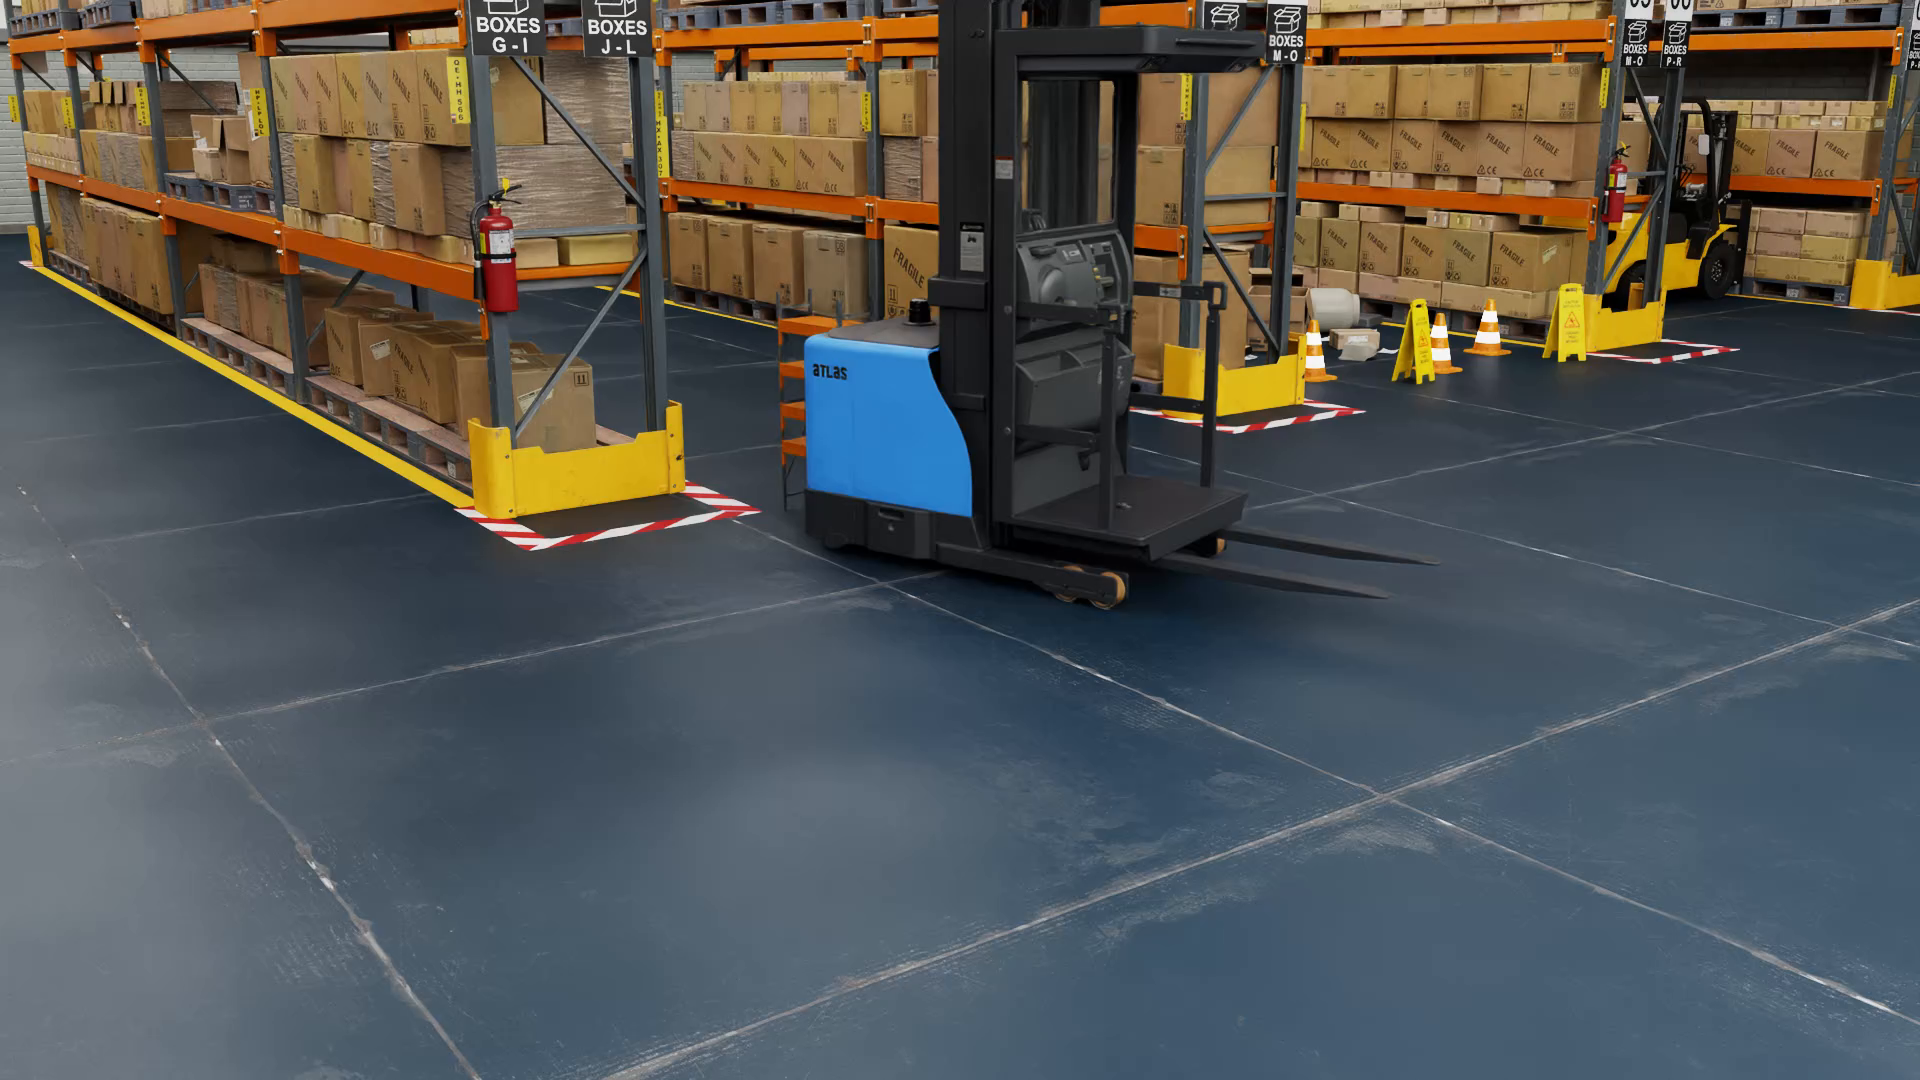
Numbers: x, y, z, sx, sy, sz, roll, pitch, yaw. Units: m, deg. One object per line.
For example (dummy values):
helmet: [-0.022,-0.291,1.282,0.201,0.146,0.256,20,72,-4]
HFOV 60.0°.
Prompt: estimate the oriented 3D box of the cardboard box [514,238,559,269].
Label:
cardboard box: [-2.428,-1.570,9.106,0.380,0.149,0.250,-11,19,-35]

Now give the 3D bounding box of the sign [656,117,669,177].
sign: [-1.655,-2.164,9.161,0.100,0.325,0.005,-11,19,-35]

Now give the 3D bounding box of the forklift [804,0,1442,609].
forklift: [0.713,-1.262,7.635,3.031,2.935,1.130,10,18,34]

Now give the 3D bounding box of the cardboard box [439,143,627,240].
cardboard box: [-2.395,-1.976,9.360,0.875,0.500,0.500,-11,19,-35]

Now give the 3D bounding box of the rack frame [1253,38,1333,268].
rack frame: [3.570,-4.055,17.708,1.000,3.000,0.127,-11,19,-35]

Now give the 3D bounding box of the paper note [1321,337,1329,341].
paper note: [3.378,-1.860,15.338,0.148,0.019,0.142,-4,16,-15]

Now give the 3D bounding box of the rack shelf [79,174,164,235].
rack shelf: [-7.974,-3.451,16.864,1.077,0.370,4.000,-11,19,-35]

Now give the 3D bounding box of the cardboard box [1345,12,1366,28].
cardboard box: [4.014,-5.116,16.379,0.380,0.149,0.250,-10,18,-33]

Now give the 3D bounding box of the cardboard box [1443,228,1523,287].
cardboard box: [4.931,-2.680,15.679,0.500,0.500,0.500,-10,18,-33]

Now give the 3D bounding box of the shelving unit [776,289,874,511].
shelving unit: [-0.715,-0.714,8.912,0.503,1.200,0.258,15,21,43]

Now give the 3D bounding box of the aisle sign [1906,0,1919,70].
aisle sign: [9.736,-5.166,16.845,0.394,0.787,0.004,-11,19,-35]

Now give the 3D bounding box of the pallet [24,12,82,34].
pallet: [-10.335,-6.065,19.541,1.003,0.211,1.213,-11,19,-35]

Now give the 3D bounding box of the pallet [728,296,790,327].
pallet: [-1.610,-2.334,16.702,1.003,0.211,1.213,-11,19,-35]

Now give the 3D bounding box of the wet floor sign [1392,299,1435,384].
wet floor sign: [3.596,-1.576,13.113,0.232,0.644,0.267,14,21,42]

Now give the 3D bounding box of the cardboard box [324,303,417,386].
cardboard box: [-4.243,-1.422,12.028,0.500,0.500,0.500,-12,19,-36]

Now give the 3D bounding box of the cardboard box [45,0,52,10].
cardboard box: [-9.971,-6.244,18.851,0.700,0.500,0.500,-10,18,-32]

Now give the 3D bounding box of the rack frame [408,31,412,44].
rack frame: [-7.430,-5.827,24.185,1.000,3.000,0.127,-11,19,-35]

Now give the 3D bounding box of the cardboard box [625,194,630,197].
cardboard box: [-4.144,-4.100,20.393,0.500,0.250,0.500,-10,18,-32]

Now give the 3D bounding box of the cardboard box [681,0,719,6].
cardboard box: [-2.659,-5.599,17.160,0.380,0.149,0.250,-12,19,-37]

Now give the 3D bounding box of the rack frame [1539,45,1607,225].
rack frame: [7.583,-4.826,20.526,1.000,3.000,0.127,-11,19,-35]

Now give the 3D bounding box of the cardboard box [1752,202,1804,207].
cardboard box: [9.223,-3.677,18.847,0.500,0.250,0.500,-11,19,-35]

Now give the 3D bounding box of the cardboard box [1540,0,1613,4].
cardboard box: [5.403,-4.786,14.419,0.500,0.250,0.500,-11,19,-35]

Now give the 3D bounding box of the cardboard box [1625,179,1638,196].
cardboard box: [5.890,-3.184,15.003,0.380,0.149,0.250,-11,19,-34]

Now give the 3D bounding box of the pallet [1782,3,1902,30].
pallet: [9.540,-5.531,17.588,1.003,0.211,1.213,-11,19,-35]

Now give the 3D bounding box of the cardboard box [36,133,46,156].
cardboard box: [-10.834,-4.788,20.108,0.500,0.250,0.500,-12,19,-36]

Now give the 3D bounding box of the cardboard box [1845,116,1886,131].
cardboard box: [9.505,-4.363,17.418,0.380,0.149,0.250,-11,19,-34]

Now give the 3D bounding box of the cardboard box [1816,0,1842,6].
cardboard box: [9.202,-5.678,17.448,0.380,0.149,0.250,-12,19,-36]

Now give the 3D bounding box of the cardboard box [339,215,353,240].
cardboard box: [-3.808,-2.040,10.822,0.380,0.149,0.250,-11,19,-35]

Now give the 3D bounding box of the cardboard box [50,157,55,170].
cardboard box: [-10.498,-4.447,19.617,0.380,0.149,0.250,-10,18,-34]

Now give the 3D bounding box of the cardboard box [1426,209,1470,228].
cardboard box: [4.671,-3.061,15.841,0.380,0.149,0.250,-10,18,-32]

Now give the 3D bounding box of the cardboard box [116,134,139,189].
cardboard box: [-7.885,-3.703,16.236,0.500,0.500,0.500,-12,19,-36]

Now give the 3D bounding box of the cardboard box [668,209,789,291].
cardboard box: [-2.441,-3.092,17.659,1.050,0.750,0.750,-11,19,-35]

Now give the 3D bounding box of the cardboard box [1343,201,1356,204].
cardboard box: [5.587,-4.602,23.411,0.875,0.625,0.625,-10,18,-33]

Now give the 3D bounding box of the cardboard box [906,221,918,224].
cardboard box: [-0.167,-4.629,23.036,0.875,0.875,0.875,-10,18,-33]

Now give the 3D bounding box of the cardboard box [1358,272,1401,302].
cardboard box: [4.336,-2.538,16.580,0.500,0.250,0.500,-11,19,-35]

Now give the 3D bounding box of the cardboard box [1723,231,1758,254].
cardboard box: [8.789,-3.360,18.638,0.500,0.250,0.500,-11,19,-36]

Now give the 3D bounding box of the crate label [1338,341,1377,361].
crate label: [3.416,-1.625,14.253,0.298,0.136,0.250,7,17,23]

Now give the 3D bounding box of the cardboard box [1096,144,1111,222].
cardboard box: [1.382,-2.669,12.362,0.875,0.550,0.550,-11,19,-35]

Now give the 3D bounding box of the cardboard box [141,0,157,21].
cardboard box: [-6.727,-4.605,14.322,0.500,0.250,0.500,-10,18,-34]

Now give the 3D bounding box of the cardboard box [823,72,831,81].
cardboard box: [-1.778,-6.751,24.246,0.380,0.149,0.250,-11,19,-34]

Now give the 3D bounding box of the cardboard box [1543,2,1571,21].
cardboard box: [5.313,-4.607,14.520,0.380,0.149,0.250,-11,19,-34]

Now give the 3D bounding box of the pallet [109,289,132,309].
pallet: [-8.635,-2.727,18.139,1.003,0.211,1.213,-11,19,-35]

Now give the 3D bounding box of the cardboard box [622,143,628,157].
cardboard box: [-3.532,-4.288,18.240,0.380,0.149,0.250,-11,19,-35]

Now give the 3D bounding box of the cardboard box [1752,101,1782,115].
cardboard box: [8.879,-4.723,18.168,0.380,0.149,0.250,-10,18,-33]

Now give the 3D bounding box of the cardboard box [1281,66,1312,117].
cardboard box: [3.654,-4.601,17.058,0.700,0.500,0.500,-11,19,-35]

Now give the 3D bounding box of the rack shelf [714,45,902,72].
rack shelf: [-2.309,-7.290,25.209,1.077,0.370,4.000,-11,19,-35]

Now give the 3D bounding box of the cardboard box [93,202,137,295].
cardboard box: [-8.231,-3.078,17.370,1.225,0.875,0.875,-12,19,-36]

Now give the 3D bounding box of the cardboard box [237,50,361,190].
cardboard box: [-4.800,-3.200,12.653,1.000,1.000,1.000,-11,19,-34]

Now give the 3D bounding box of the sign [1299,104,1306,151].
sign: [2.430,-2.951,11.887,0.100,0.325,0.005,-11,19,-35]

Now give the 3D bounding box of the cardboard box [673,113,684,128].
cardboard box: [-3.001,-4.673,18.521,0.380,0.149,0.250,-11,19,-36]

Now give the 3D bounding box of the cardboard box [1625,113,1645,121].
cardboard box: [7.972,-4.908,19.406,0.380,0.149,0.250,-10,18,-33]

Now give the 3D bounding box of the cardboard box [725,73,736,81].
cardboard box: [-3.501,-7.342,26.406,0.380,0.149,0.250,-10,18,-33]

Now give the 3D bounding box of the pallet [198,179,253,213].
pallet: [-5.601,-2.862,13.713,1.003,0.211,1.213,-11,19,-35]

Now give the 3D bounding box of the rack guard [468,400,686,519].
rack guard: [-2.138,-0.473,9.357,1.175,0.500,0.348,-11,19,-35]

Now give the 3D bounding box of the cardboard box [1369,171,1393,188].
cardboard box: [4.241,-3.542,16.311,0.380,0.149,0.250,-11,19,-34]

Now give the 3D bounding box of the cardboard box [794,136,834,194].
cardboard box: [-1.194,-3.491,15.459,0.500,0.500,0.500,-11,19,-35]
